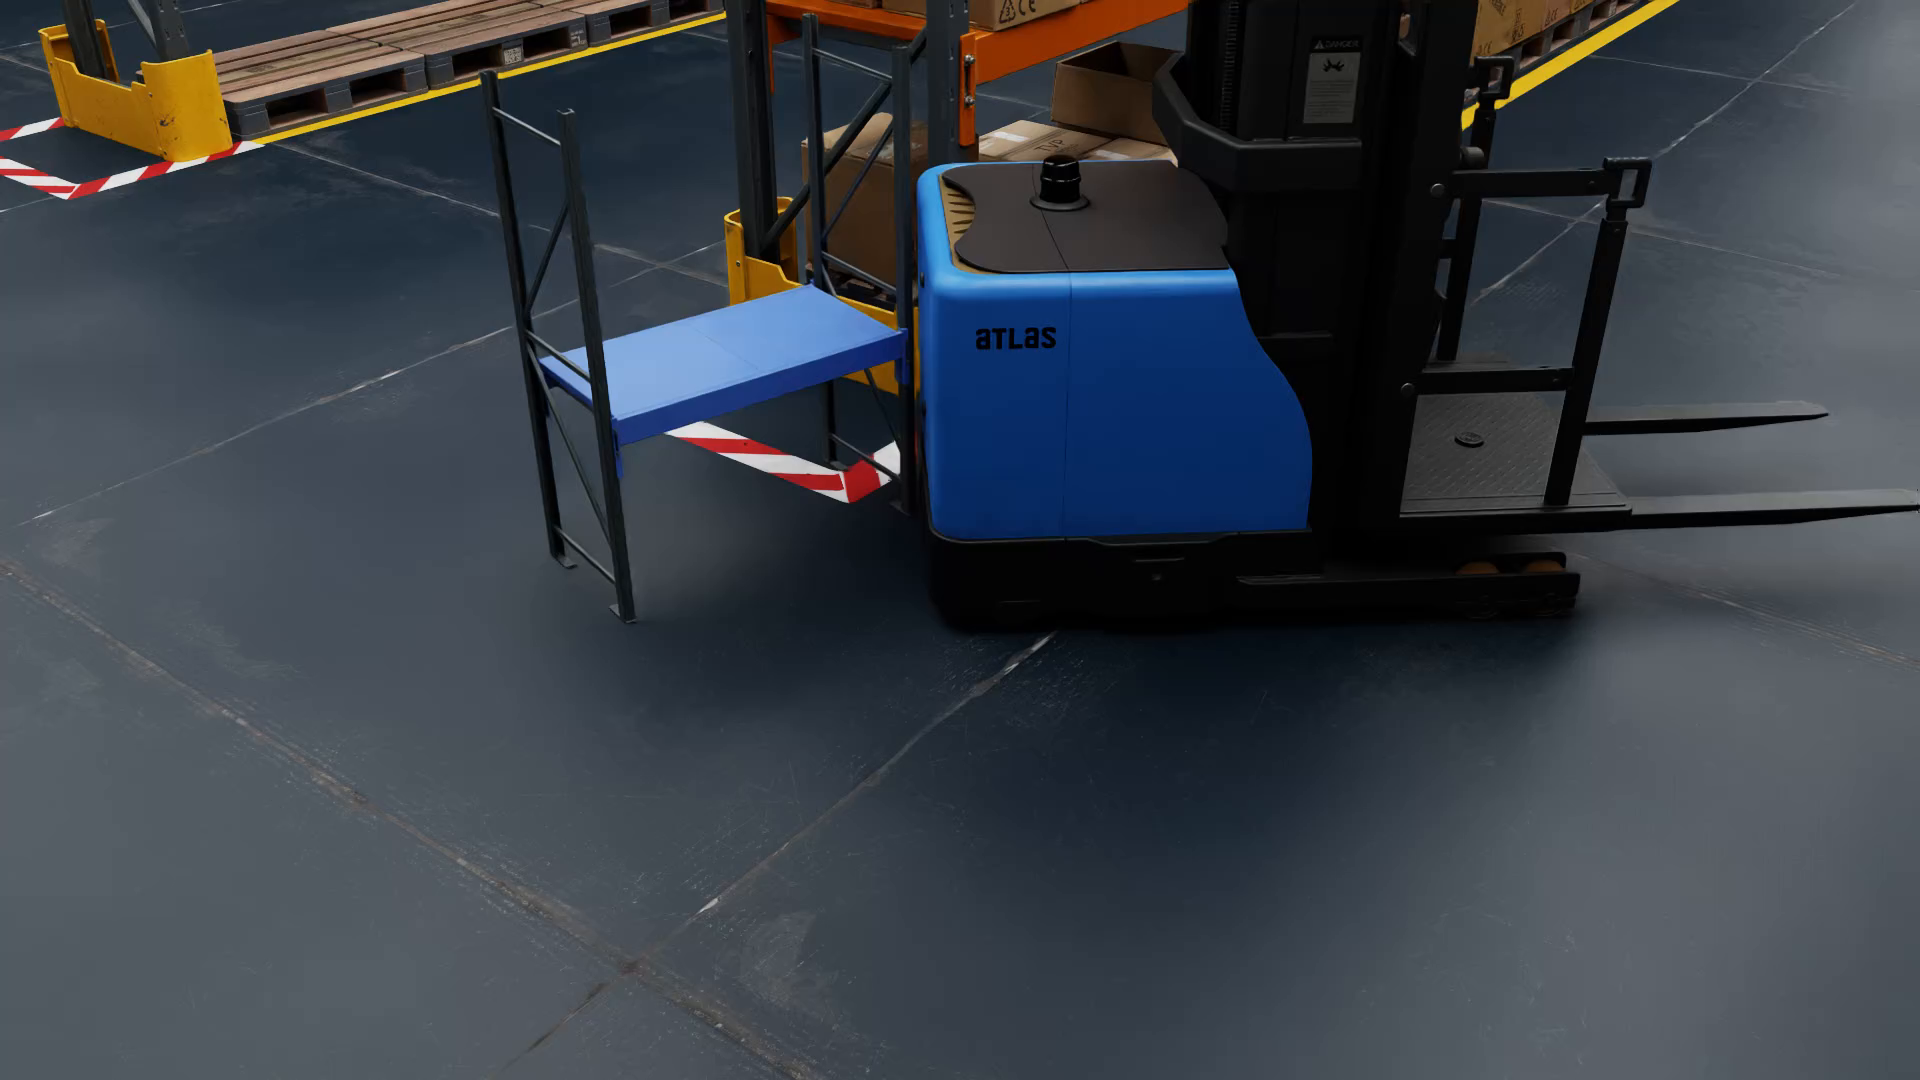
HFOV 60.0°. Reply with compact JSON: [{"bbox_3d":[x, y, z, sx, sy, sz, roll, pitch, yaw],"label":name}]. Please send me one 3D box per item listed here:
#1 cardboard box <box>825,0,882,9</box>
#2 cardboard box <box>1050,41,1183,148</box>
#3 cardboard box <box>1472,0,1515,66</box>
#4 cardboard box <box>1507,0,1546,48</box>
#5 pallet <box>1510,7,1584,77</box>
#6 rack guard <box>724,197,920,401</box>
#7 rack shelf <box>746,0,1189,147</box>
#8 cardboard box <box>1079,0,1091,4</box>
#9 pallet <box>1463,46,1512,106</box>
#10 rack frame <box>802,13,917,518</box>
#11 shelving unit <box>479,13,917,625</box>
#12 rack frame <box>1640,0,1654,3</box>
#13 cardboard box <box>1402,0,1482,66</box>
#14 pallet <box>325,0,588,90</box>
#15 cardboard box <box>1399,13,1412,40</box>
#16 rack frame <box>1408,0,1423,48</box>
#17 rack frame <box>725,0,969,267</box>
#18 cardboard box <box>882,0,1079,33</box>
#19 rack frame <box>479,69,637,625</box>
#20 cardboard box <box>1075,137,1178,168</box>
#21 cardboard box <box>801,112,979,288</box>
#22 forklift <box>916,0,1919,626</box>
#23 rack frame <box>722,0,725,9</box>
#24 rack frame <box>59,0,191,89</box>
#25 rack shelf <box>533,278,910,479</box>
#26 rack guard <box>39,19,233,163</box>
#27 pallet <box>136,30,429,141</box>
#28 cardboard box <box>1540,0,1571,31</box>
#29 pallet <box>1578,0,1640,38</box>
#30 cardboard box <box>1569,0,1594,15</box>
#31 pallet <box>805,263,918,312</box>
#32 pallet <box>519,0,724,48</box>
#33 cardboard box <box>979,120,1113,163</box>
[{"bbox_3d":[-0.349,-2.255,6.014,0.500,0.500,0.500,22,37,33],"label":"cardboard box"},{"bbox_3d":[0.882,-1.922,7.568,0.797,0.503,0.637,21,37,31],"label":"cardboard box"},{"bbox_3d":[2.811,-3.027,9.437,0.500,0.500,0.500,22,37,32],"label":"cardboard box"},{"bbox_3d":[3.119,-3.228,9.775,0.500,0.500,0.500,22,37,32],"label":"cardboard box"},{"bbox_3d":[3.209,-3.212,10.463,1.003,0.211,1.213,21,37,31],"label":"pallet"},{"bbox_3d":[-0.357,-0.901,6.281,1.175,0.500,0.348,21,37,31],"label":"rack guard"},{"bbox_3d":[0.805,-2.449,7.146,1.077,0.370,4.000,21,37,31],"label":"rack shelf"},{"bbox_3d":[0.383,-2.299,6.090,0.500,0.500,0.500,21,36,31],"label":"cardboard box"},{"bbox_3d":[2.473,-2.714,9.623,1.003,0.211,1.213,21,37,31],"label":"pallet"},{"bbox_3d":[-0.306,-0.821,5.162,0.032,1.500,0.500,-22,37,-32],"label":"rack frame"},{"bbox_3d":[-0.707,-0.662,4.895,1.048,1.500,0.538,-22,37,-32],"label":"shelving unit"},{"bbox_3d":[4.426,-5.198,11.078,1.000,3.000,0.127,21,37,31],"label":"rack frame"},{"bbox_3d":[2.498,-2.807,9.065,0.500,0.500,0.500,19,36,29],"label":"cardboard box"},{"bbox_3d":[-3.084,-3.089,10.255,1.003,0.211,1.213,21,37,31],"label":"pallet"},{"bbox_3d":[1.894,-2.367,8.322,0.500,0.500,0.500,21,37,31],"label":"cardboard box"},{"bbox_3d":[2.012,-3.572,8.335,1.000,3.000,0.127,21,37,31],"label":"rack frame"},{"bbox_3d":[-0.403,-1.946,5.591,1.000,3.000,0.127,21,37,31],"label":"rack frame"},{"bbox_3d":[0.075,-2.088,5.733,0.500,0.500,0.500,22,37,32],"label":"cardboard box"},{"bbox_3d":[-1.109,-0.503,4.627,0.032,1.500,0.500,-22,37,-32],"label":"rack frame"},{"bbox_3d":[0.755,-1.492,7.091,0.500,0.250,0.500,21,37,31],"label":"cardboard box"},{"bbox_3d":[-0.271,-1.357,6.617,0.500,0.500,0.500,21,37,31],"label":"cardboard box"},{"bbox_3d":[1.395,-1.299,4.566,3.031,2.935,1.130,-2,31,-3],"label":"forklift"},{"bbox_3d":[-1.935,-5.098,10.909,1.000,3.000,0.127,21,37,31],"label":"rack frame"},{"bbox_3d":[-4.350,-3.472,8.166,1.000,3.000,0.127,21,37,31],"label":"rack frame"},{"bbox_3d":[-0.707,-0.507,4.987,1.000,0.185,0.538,-22,37,-32],"label":"rack shelf"},{"bbox_3d":[-4.354,-2.383,8.780,1.175,0.500,0.348,21,37,31],"label":"rack guard"},{"bbox_3d":[-3.821,-2.595,9.422,1.003,0.211,1.213,21,37,31],"label":"pallet"},{"bbox_3d":[3.425,-3.434,10.122,0.500,0.500,0.500,20,36,30],"label":"cardboard box"},{"bbox_3d":[3.946,-3.706,11.296,1.003,0.211,1.213,21,37,31],"label":"pallet"},{"bbox_3d":[3.736,-3.649,10.485,0.500,0.500,0.500,20,36,30],"label":"cardboard box"},{"bbox_3d":[0.124,-1.101,6.902,1.003,0.211,1.213,21,37,31],"label":"pallet"},{"bbox_3d":[-2.348,-3.587,11.096,1.003,0.211,1.213,21,37,31],"label":"pallet"},{"bbox_3d":[0.327,-1.626,7.317,0.500,0.250,0.500,21,37,31],"label":"cardboard box"}]
